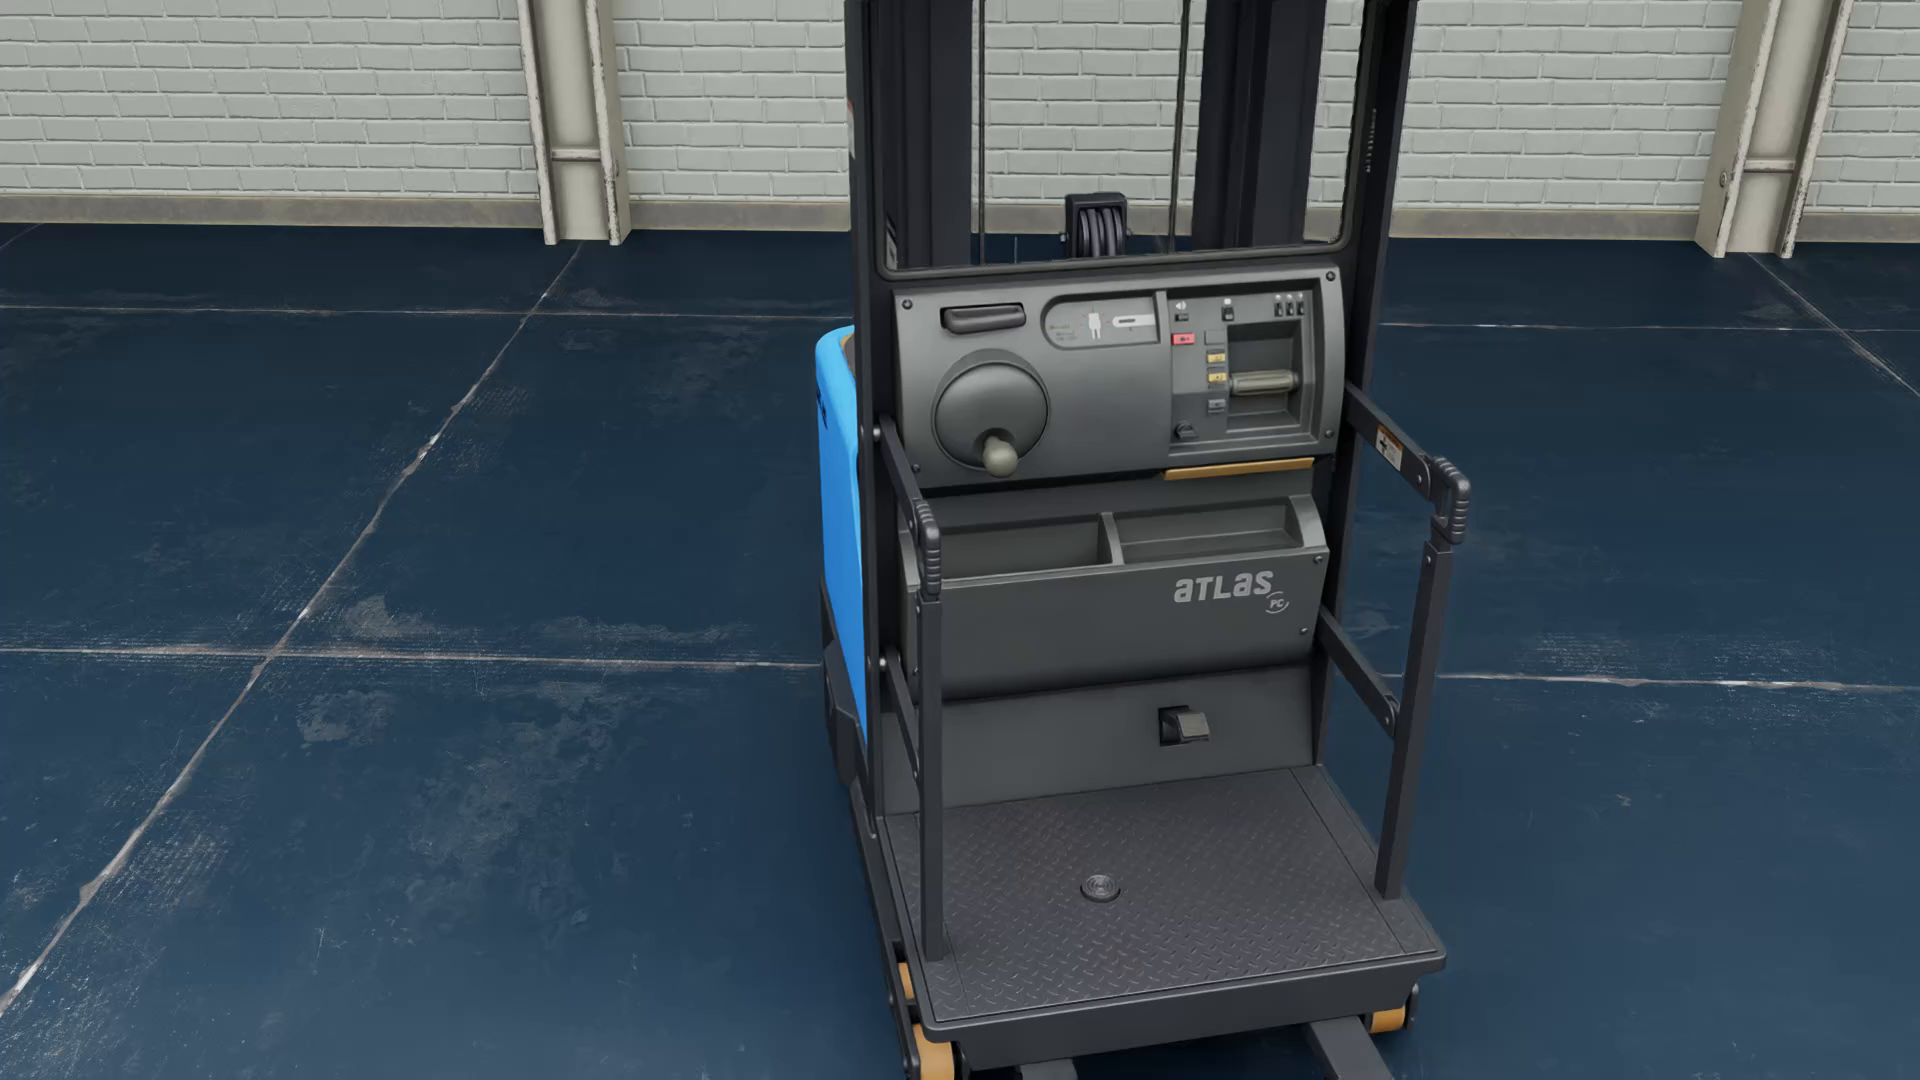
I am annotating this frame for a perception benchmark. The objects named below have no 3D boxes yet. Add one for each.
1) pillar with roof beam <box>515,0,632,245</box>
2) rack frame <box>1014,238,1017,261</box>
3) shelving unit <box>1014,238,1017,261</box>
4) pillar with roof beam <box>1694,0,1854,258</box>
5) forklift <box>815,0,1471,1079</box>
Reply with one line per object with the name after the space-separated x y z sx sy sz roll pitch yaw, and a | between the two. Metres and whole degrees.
-2.110 -3.569 2.874 0.400 9.000 9.100 1 28 2 | pillar with roof beam
0.175 -0.461 5.499 0.008 1.050 0.200 1 28 2 | rack frame
0.053 -0.463 5.502 0.252 1.050 0.215 1 28 2 | shelving unit
3.887 -3.469 2.687 0.400 9.000 9.100 1 28 2 | pillar with roof beam
0.377 -0.301 3.188 1.130 2.935 3.031 -5 28 -10 | forklift
